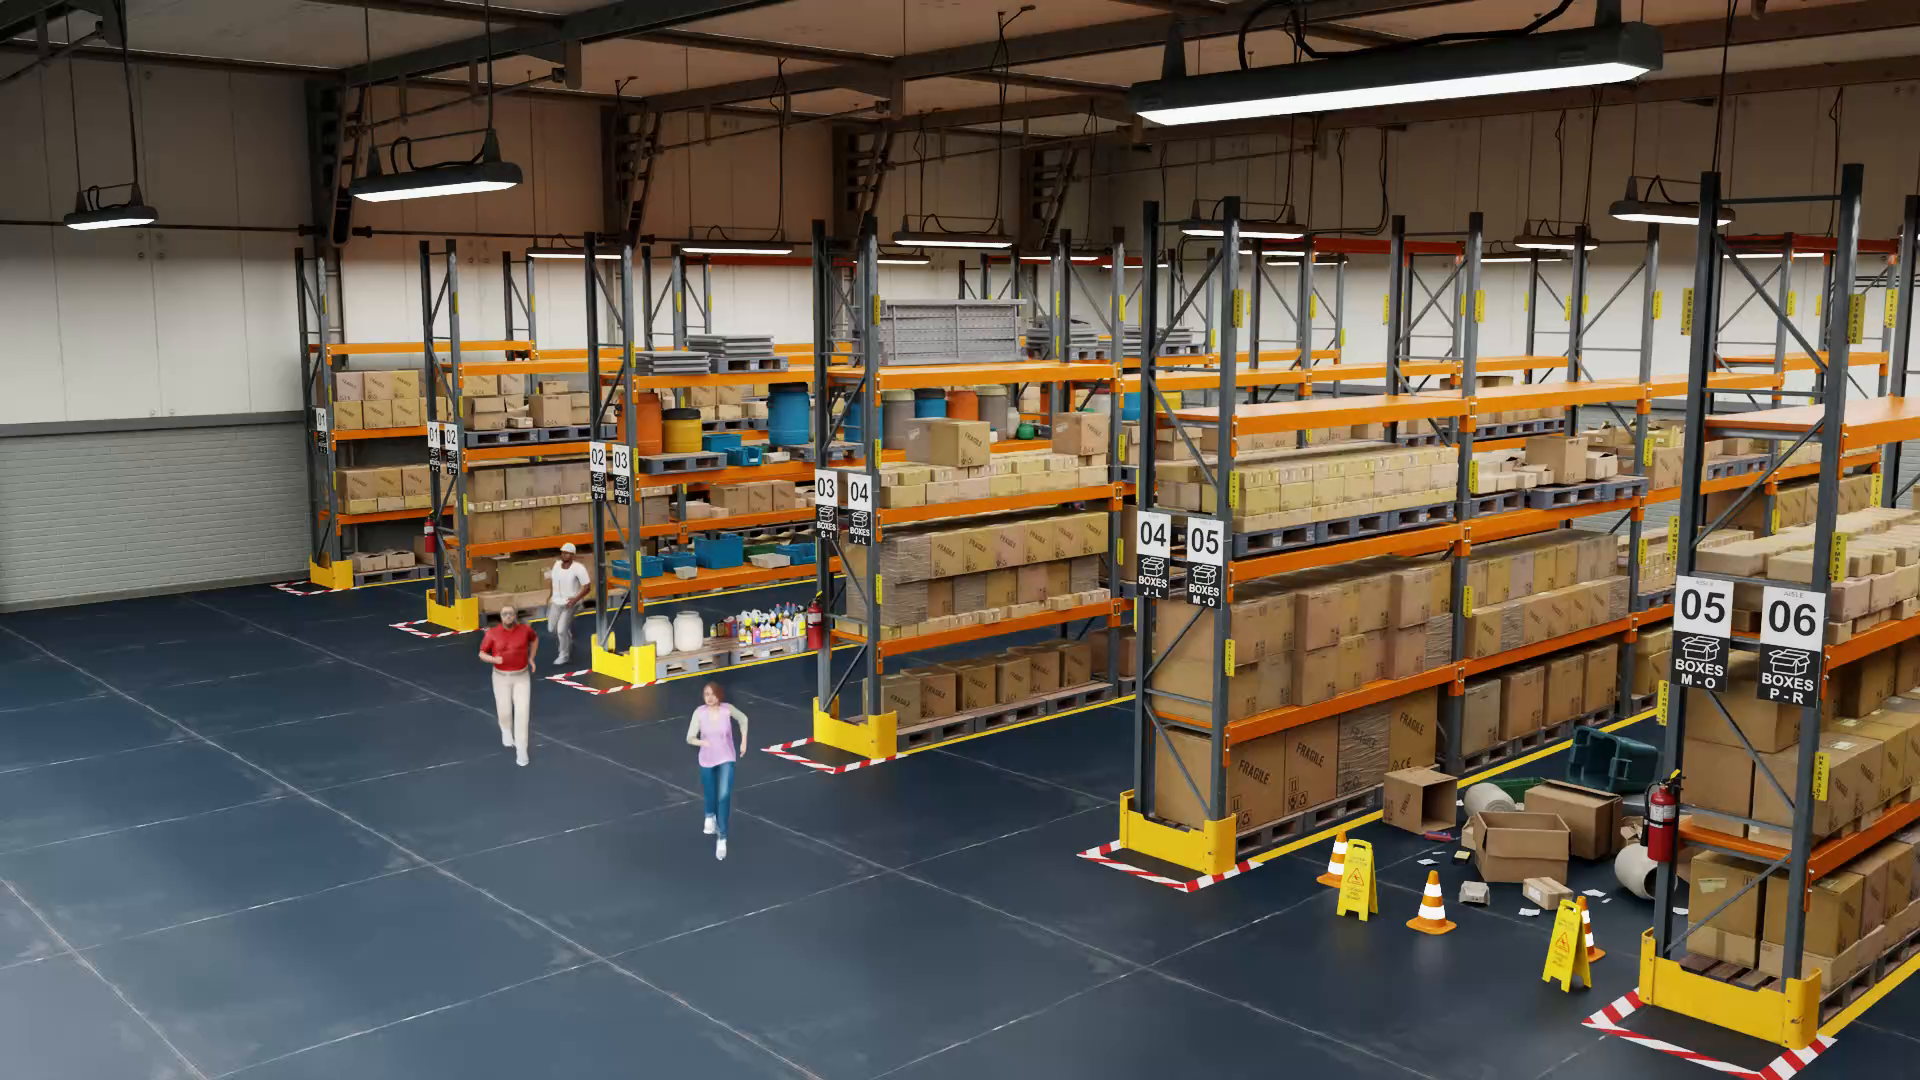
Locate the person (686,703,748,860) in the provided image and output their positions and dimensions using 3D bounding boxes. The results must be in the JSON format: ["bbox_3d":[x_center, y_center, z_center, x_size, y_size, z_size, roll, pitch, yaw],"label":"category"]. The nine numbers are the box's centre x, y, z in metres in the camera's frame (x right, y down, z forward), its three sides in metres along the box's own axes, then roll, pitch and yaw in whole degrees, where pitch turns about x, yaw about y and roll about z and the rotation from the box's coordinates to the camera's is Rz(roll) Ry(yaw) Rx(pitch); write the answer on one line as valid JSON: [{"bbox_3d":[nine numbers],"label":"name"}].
[{"bbox_3d":[-2.271,2.206,15.646,0.547,1.419,0.780,0,8,-2],"label":"person"}]

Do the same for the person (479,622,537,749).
[{"bbox_3d":[-5.070,1.611,18.706,0.619,1.418,0.760,-3,9,-17],"label":"person"}]

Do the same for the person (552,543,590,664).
[{"bbox_3d":[-5.516,0.893,23.581,0.689,1.749,0.520,3,9,21],"label":"person"}]
